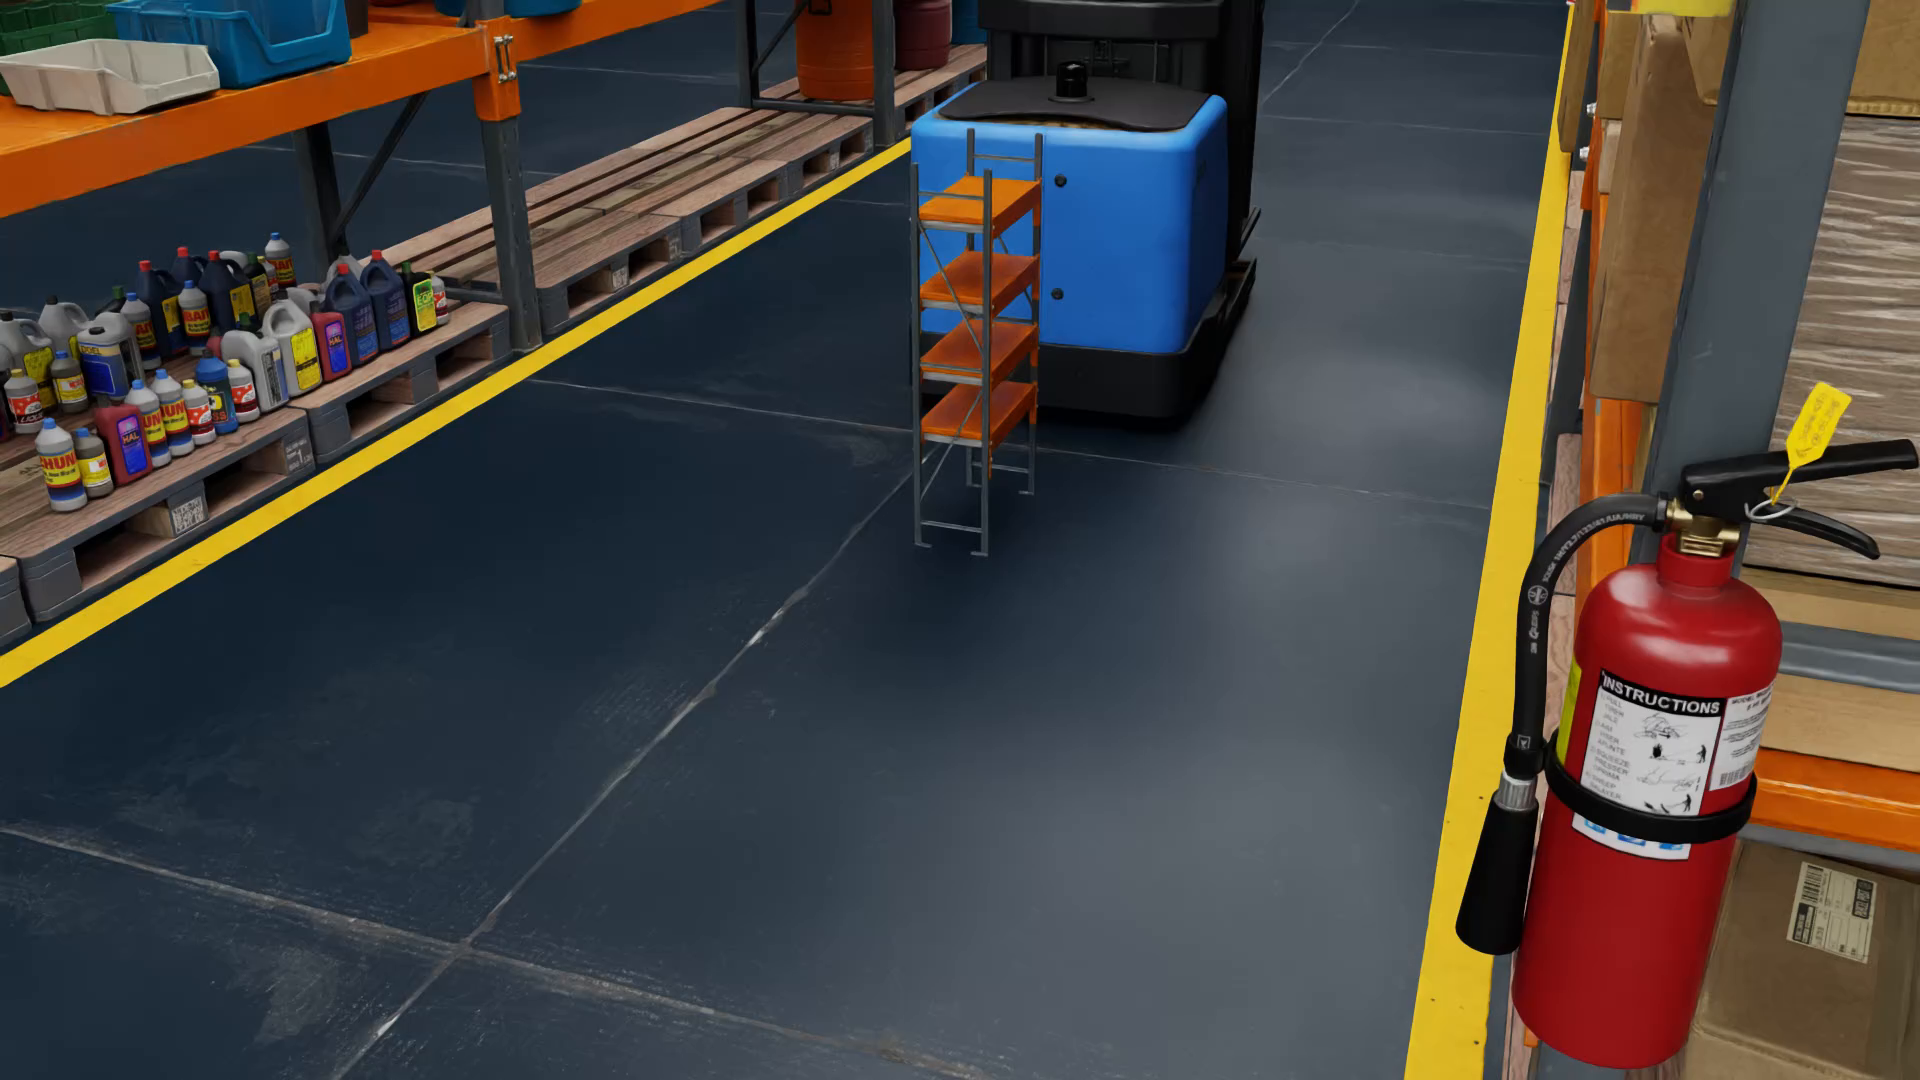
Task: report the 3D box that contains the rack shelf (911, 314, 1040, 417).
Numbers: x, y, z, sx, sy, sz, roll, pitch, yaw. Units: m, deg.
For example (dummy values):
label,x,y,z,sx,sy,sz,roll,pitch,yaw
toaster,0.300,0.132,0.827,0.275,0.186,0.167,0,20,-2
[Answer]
label,x,y,z,sx,sy,sz,roll,pitch,yaw
rack shelf,0.055,-0.548,5.158,0.258,0.148,0.480,9,27,17

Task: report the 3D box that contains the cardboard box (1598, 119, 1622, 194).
label,x,y,z,sx,sy,sz,roll,pitch,yaw
cardboard box,1.744,-0.917,3.991,0.380,0.149,0.250,9,27,17

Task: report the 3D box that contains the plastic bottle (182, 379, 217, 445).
label,x,y,z,sx,sy,sz,roll,pitch,yaw
plastic bottle,-2.477,-0.419,5.380,0.097,0.201,0.097,0,26,0

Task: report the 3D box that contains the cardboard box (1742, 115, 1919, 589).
label,x,y,z,sx,sy,sz,roll,pitch,yaw
cardboard box,1.325,-0.241,1.849,0.875,0.500,0.500,9,27,17

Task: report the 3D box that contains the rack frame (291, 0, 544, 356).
label,x,y,z,sx,sy,sz,roll,pitch,yaw
rack frame,-2.223,-2.202,6.356,1.000,3.000,0.127,9,27,17

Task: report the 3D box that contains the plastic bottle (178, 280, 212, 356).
label,x,y,z,sx,sy,sz,roll,pitch,yaw
plastic bottle,-2.817,-0.823,6.134,0.097,0.271,0.097,0,26,0

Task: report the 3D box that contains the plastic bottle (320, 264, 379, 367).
label,x,y,z,sx,sy,sz,roll,pitch,yaw
plastic bottle,-2.229,-0.822,6.041,0.144,0.351,0.185,7,27,15

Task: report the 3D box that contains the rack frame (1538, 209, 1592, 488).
label,x,y,z,sx,sy,sz,roll,pitch,yaw
rack frame,2.448,-1.484,4.872,1.000,3.000,0.127,9,27,17

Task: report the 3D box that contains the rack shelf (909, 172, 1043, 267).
label,x,y,z,sx,sy,sz,roll,pitch,yaw
rack shelf,0.055,-0.962,4.958,0.258,0.148,0.480,9,27,17

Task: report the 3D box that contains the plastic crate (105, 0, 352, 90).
label,x,y,z,sx,sy,sz,roll,pitch,yaw
plastic crate,-2.335,-1.641,5.367,0.499,0.251,0.616,9,27,17

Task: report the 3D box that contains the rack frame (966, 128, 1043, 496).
label,x,y,z,sx,sy,sz,roll,pitch,yaw
rack frame,0.136,-0.708,5.336,0.240,1.200,0.015,9,27,17

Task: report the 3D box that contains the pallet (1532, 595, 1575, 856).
label,x,y,z,sx,sy,sz,roll,pitch,yaw
pallet,1.853,0.556,3.860,1.003,0.211,1.213,9,27,17

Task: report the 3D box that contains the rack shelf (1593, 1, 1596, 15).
label,x,y,z,sx,sy,sz,roll,pitch,yaw
rack shelf,4.444,-3.625,10.121,1.077,0.370,4.000,9,27,17

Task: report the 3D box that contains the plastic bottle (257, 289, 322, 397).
label,x,y,z,sx,sy,sz,roll,pitch,yaw
plastic bottle,-2.337,-0.690,5.767,0.144,0.351,0.185,9,27,17

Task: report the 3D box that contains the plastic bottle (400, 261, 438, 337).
label,x,y,z,sx,sy,sz,roll,pitch,yaw
plastic bottle,-2.072,-0.932,6.344,0.061,0.283,0.133,10,28,20

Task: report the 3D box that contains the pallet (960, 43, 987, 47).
label,x,y,z,sx,sy,sz,roll,pitch,yaw
pallet,0.143,-3.923,13.111,1.003,0.211,1.213,9,27,17

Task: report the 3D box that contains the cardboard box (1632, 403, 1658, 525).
label,x,y,z,sx,sy,sz,roll,pitch,yaw
cardboard box,1.135,-0.087,2.275,0.380,0.149,0.250,9,27,17

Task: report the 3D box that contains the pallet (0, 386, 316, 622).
label,x,y,z,sx,sy,sz,roll,pitch,yaw
pallet,-2.890,-0.174,5.367,1.003,0.211,1.213,9,27,17

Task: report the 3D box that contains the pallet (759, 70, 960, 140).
label,x,y,z,sx,sy,sz,roll,pitch,yaw
pallet,-0.669,-2.921,11.040,1.003,0.211,1.213,9,27,17

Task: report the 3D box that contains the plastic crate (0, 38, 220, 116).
label,x,y,z,sx,sy,sz,roll,pitch,yaw
plastic crate,-2.525,-1.379,4.959,0.530,0.136,0.437,9,27,17

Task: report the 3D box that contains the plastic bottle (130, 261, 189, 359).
label,x,y,z,sx,sy,sz,roll,pitch,yaw
plastic bottle,-2.946,-0.858,6.116,0.144,0.351,0.185,8,27,15

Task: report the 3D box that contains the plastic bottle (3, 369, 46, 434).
label,x,y,z,sx,sy,sz,roll,pitch,yaw
plastic bottle,-3.077,-0.461,5.466,0.097,0.201,0.097,0,26,0

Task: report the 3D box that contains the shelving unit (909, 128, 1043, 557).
label,x,y,z,sx,sy,sz,roll,pitch,yaw
shelving unit,0.055,-0.608,5.129,0.258,1.200,0.503,9,27,17

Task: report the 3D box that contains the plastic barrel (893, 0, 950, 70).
label,x,y,z,sx,sy,sz,roll,pitch,yaw
plastic barrel,-0.369,-3.617,11.563,0.600,0.588,0.708,9,27,17

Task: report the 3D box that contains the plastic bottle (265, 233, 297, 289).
label,x,y,z,sx,sy,sz,roll,pitch,yaw
plastic bottle,-2.742,-1.104,6.715,0.097,0.271,0.097,0,26,0

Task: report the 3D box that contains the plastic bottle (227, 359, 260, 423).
label,x,y,z,sx,sy,sz,roll,pitch,yaw
plastic bottle,-2.408,-0.504,5.554,0.097,0.201,0.097,0,26,0

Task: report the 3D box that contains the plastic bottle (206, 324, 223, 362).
label,x,y,z,sx,sy,sz,roll,pitch,yaw
plastic bottle,-2.495,-0.608,5.676,0.061,0.283,0.133,9,27,17

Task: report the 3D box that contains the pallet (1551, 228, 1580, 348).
label,x,y,z,sx,sy,sz,roll,pitch,yaw
pallet,3.110,-1.052,7.180,1.003,0.211,1.213,9,27,17

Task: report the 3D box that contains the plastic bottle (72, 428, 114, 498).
label,x,y,z,sx,sy,sz,roll,pitch,yaw
plastic bottle,-2.622,-0.239,5.008,0.097,0.201,0.097,0,26,0

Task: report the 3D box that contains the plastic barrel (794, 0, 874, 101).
label,x,y,z,sx,sy,sz,roll,pitch,yaw
plastic barrel,-0.745,-3.261,10.552,0.600,0.830,0.708,9,27,17

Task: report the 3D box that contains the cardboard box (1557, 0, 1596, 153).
label,x,y,z,sx,sy,sz,roll,pitch,yaw
cardboard box,4.028,-2.641,9.218,1.225,0.875,0.875,7,27,15

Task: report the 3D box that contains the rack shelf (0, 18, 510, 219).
label,x,y,z,sx,sy,sz,roll,pitch,yaw
rack shelf,-2.889,-1.056,4.815,1.077,0.370,4.000,9,27,17

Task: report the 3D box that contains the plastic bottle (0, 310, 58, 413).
label,x,y,z,sx,sy,sz,roll,pitch,yaw
plastic bottle,-3.149,-0.607,5.597,0.144,0.351,0.185,10,28,20

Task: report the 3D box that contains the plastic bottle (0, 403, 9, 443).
label,x,y,z,sx,sy,sz,roll,pitch,yaw
plastic bottle,-3.146,-0.436,5.321,0.061,0.283,0.133,9,27,17

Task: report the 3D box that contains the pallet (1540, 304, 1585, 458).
label,x,y,z,sx,sy,sz,roll,pitch,yaw
pallet,2.705,-0.549,6.141,1.003,0.211,1.213,9,27,17

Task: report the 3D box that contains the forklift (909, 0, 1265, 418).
label,x,y,z,sx,sy,sz,roll,pitch,yaw
forklift,0.715,-2.381,6.804,1.130,2.935,3.031,7,27,15

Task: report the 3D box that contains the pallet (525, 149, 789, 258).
label,x,y,z,sx,sy,sz,roll,pitch,yaw
pallet,-1.594,-1.778,8.680,1.003,0.211,1.213,9,27,17

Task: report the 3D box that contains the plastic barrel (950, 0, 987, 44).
label,x,y,z,sx,sy,sz,roll,pitch,yaw
plastic barrel,0.006,-4.222,12.454,0.600,0.901,0.708,9,27,17

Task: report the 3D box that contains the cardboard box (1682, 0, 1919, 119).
label,x,y,z,sx,sy,sz,roll,pitch,yaw
cardboard box,1.067,-0.731,1.713,0.500,0.500,0.500,9,27,17

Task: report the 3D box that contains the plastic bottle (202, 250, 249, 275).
label,x,y,z,sx,sy,sz,roll,pitch,yaw
plastic bottle,-2.824,-0.970,6.431,0.152,0.276,0.135,10,27,19

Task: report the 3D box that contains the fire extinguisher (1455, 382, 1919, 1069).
label,x,y,z,sx,sy,sz,roll,pitch,yaw
fire extinguisher,0.644,0.175,1.535,0.296,0.674,0.183,9,27,17

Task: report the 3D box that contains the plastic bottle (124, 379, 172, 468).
label,x,y,z,sx,sy,sz,roll,pitch,yaw
plastic bottle,-2.543,-0.369,5.196,0.097,0.271,0.097,0,26,0

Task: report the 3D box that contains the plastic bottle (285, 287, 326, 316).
label,x,y,z,sx,sy,sz,roll,pitch,yaw
plastic bottle,-2.377,-0.800,6.080,0.152,0.276,0.135,9,27,17

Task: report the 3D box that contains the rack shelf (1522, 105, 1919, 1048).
label,x,y,z,sx,sy,sz,roll,pitch,yaw
rack shelf,1.782,-0.338,3.331,1.077,0.370,4.000,9,27,17

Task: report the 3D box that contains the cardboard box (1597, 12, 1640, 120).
label,x,y,z,sx,sy,sz,roll,pitch,yaw
cardboard box,2.040,-1.286,4.008,0.875,0.500,0.500,9,27,17

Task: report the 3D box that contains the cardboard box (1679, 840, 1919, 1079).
label,x,y,z,sx,sy,sz,roll,pitch,yaw
cardboard box,1.340,0.842,2.455,0.500,0.500,0.500,14,29,27

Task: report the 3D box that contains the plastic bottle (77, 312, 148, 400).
label,x,y,z,sx,sy,sz,roll,pitch,yaw
plastic bottle,-2.939,-0.639,5.748,0.152,0.276,0.135,9,27,17

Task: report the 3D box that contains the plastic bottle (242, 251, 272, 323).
label,x,y,z,sx,sy,sz,roll,pitch,yaw
plastic bottle,-2.724,-0.958,6.398,0.061,0.283,0.133,9,27,17

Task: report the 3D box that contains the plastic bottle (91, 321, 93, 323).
label,x,y,z,sx,sy,sz,roll,pitch,yaw
plastic bottle,-3.062,-0.678,5.915,0.097,0.201,0.097,0,26,0
